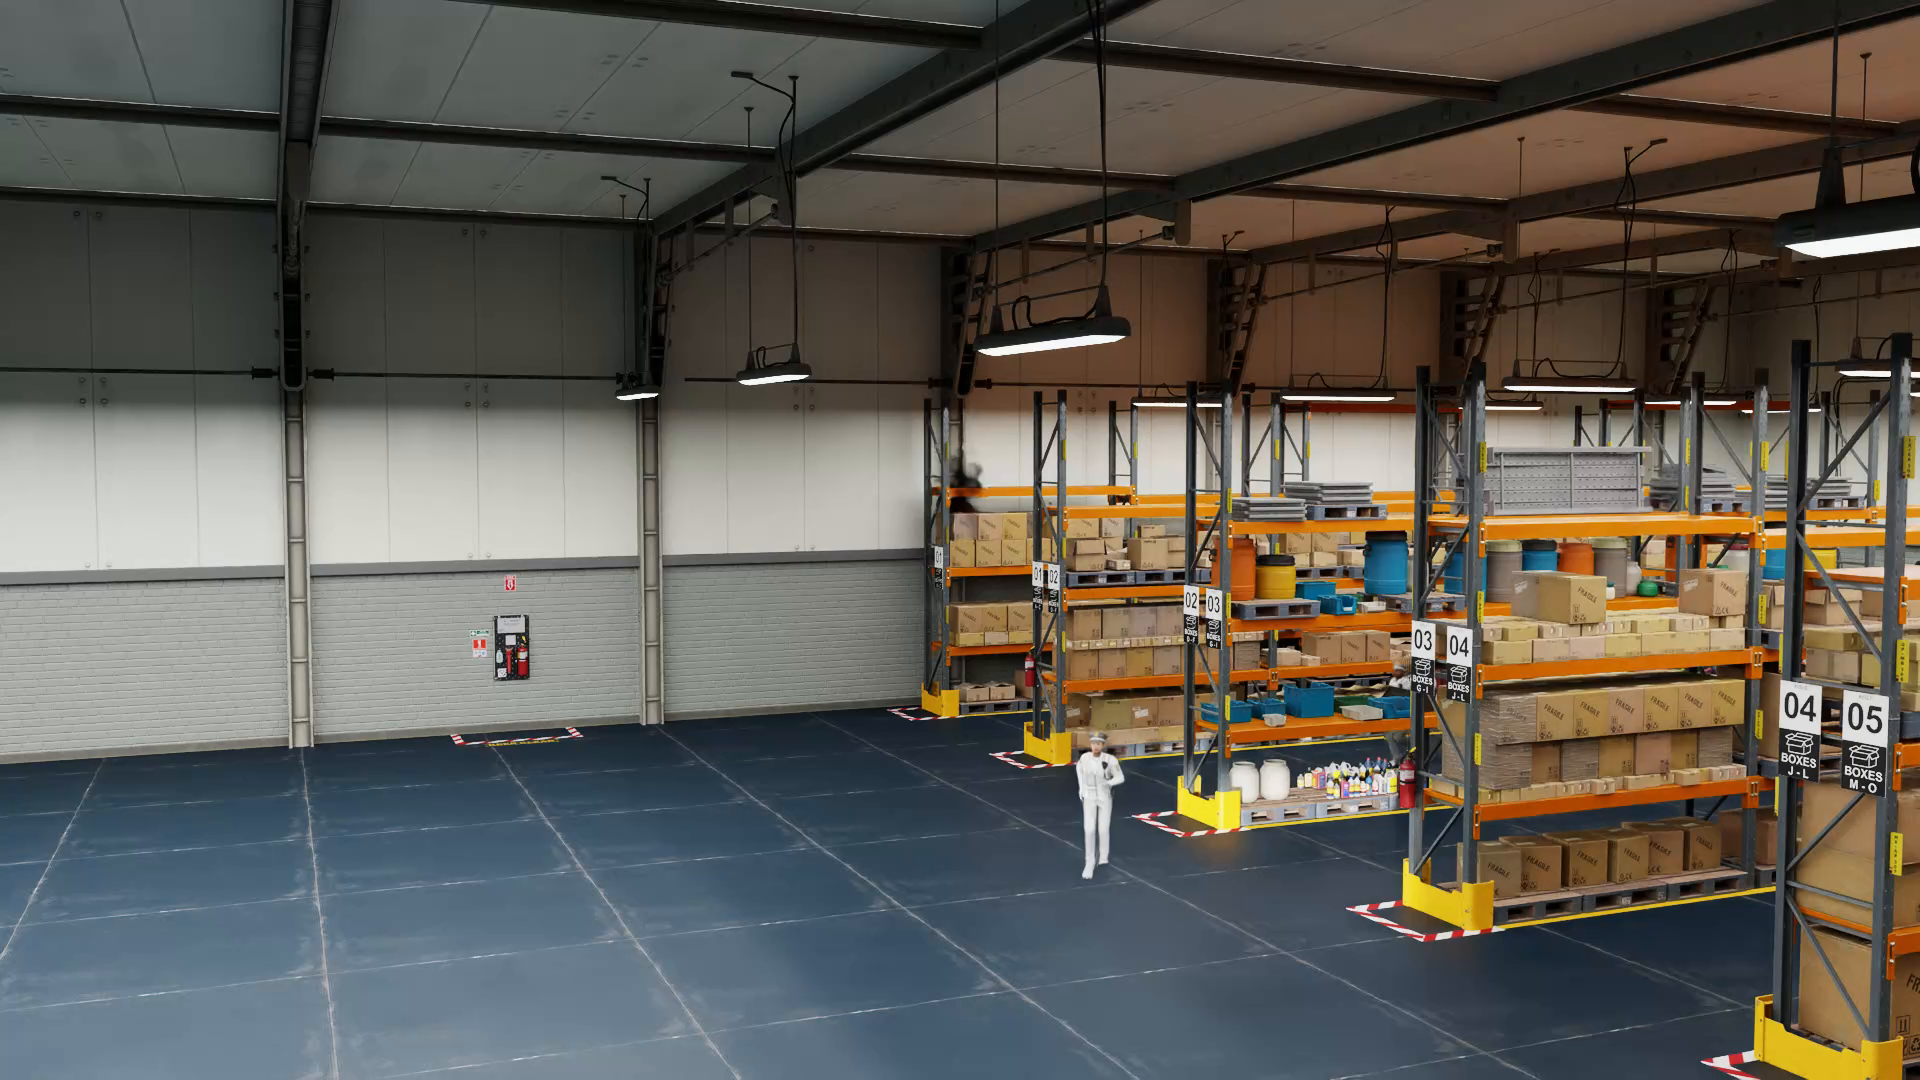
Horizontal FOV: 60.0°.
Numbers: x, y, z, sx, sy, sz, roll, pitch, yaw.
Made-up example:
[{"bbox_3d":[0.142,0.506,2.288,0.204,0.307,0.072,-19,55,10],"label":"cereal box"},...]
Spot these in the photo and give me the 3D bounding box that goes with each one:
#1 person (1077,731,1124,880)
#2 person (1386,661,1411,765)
[{"bbox_3d":[1.671,3.140,19.942,0.584,1.732,0.768,1,3,9],"label":"person"},{"bbox_3d":[7.052,2.766,26.619,0.601,1.672,0.587,-2,4,-33],"label":"person"}]
